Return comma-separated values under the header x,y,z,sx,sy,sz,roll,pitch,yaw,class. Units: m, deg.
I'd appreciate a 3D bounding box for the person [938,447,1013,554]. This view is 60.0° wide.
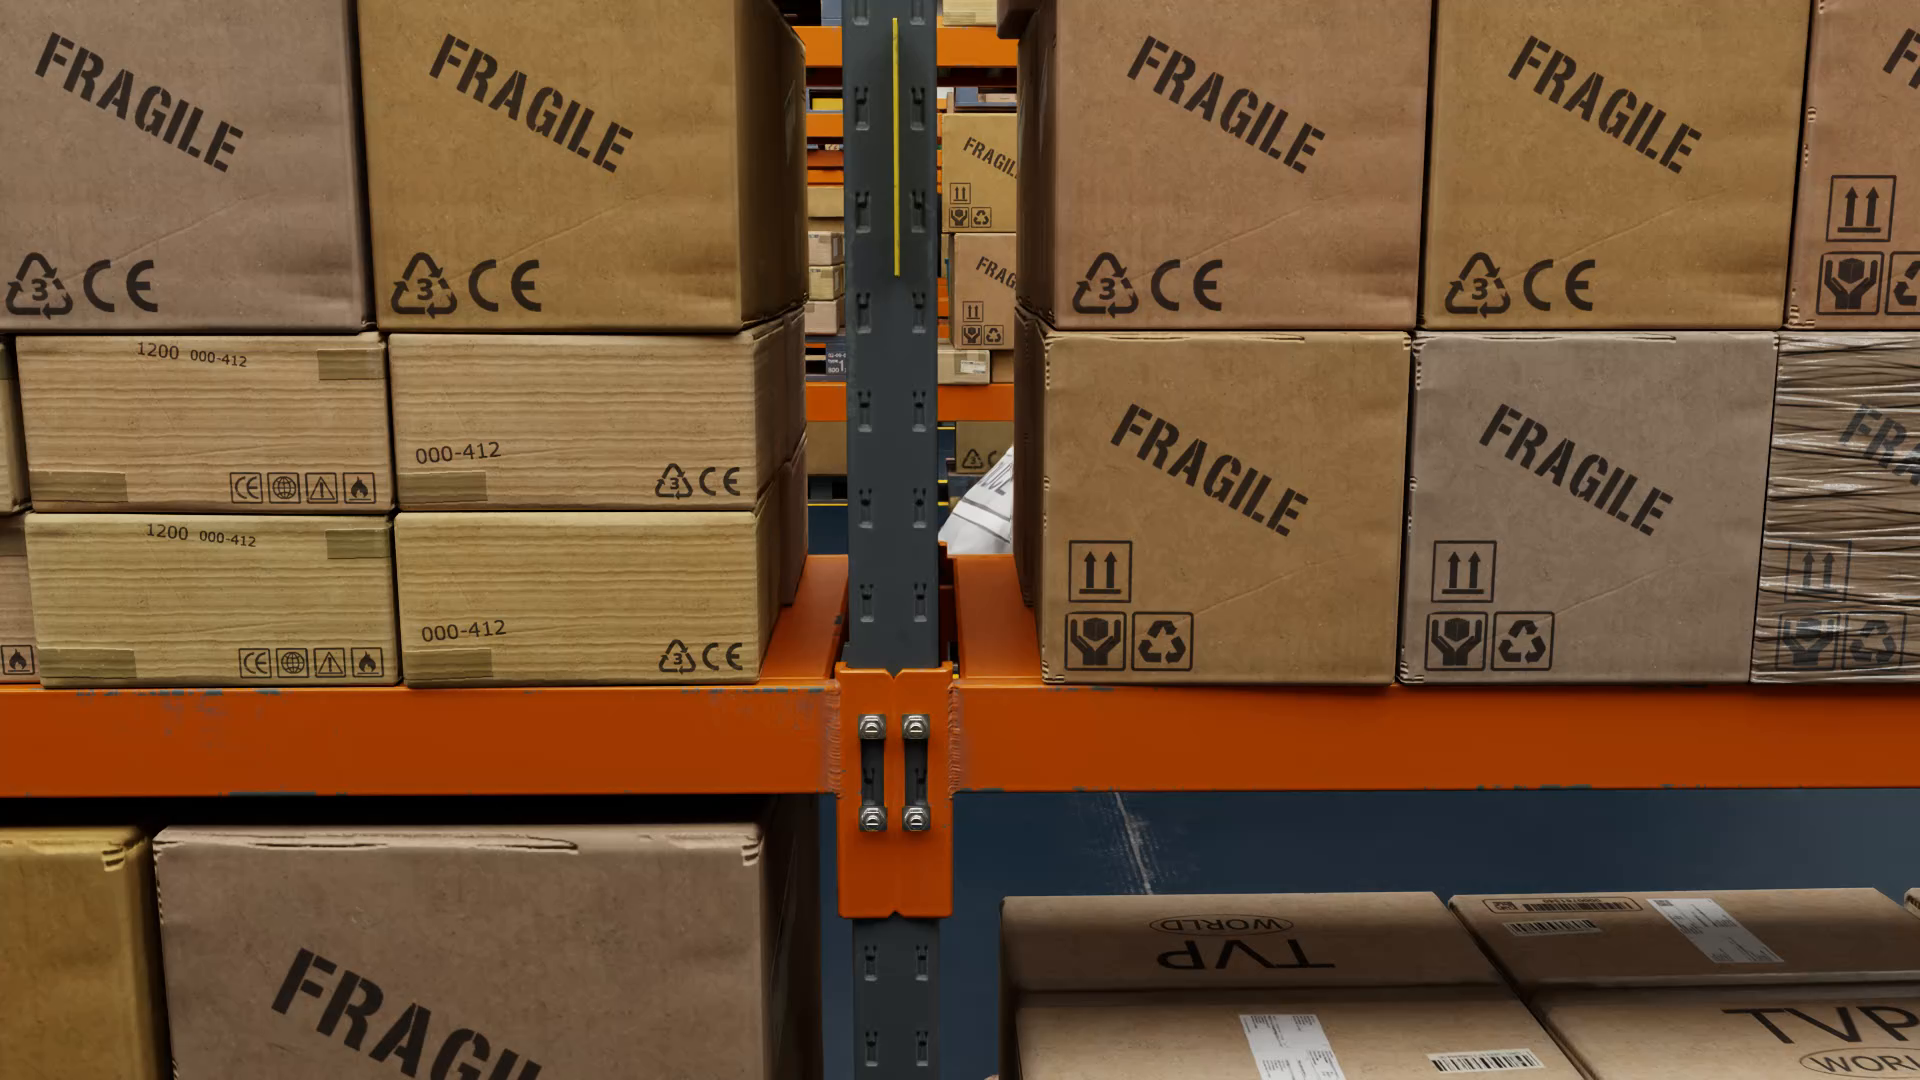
x,y,z,sx,sy,sz,roll,pitch,yaw,class
0.307,0.114,6.409,0.841,1.351,0.589,-3,11,-14,person
